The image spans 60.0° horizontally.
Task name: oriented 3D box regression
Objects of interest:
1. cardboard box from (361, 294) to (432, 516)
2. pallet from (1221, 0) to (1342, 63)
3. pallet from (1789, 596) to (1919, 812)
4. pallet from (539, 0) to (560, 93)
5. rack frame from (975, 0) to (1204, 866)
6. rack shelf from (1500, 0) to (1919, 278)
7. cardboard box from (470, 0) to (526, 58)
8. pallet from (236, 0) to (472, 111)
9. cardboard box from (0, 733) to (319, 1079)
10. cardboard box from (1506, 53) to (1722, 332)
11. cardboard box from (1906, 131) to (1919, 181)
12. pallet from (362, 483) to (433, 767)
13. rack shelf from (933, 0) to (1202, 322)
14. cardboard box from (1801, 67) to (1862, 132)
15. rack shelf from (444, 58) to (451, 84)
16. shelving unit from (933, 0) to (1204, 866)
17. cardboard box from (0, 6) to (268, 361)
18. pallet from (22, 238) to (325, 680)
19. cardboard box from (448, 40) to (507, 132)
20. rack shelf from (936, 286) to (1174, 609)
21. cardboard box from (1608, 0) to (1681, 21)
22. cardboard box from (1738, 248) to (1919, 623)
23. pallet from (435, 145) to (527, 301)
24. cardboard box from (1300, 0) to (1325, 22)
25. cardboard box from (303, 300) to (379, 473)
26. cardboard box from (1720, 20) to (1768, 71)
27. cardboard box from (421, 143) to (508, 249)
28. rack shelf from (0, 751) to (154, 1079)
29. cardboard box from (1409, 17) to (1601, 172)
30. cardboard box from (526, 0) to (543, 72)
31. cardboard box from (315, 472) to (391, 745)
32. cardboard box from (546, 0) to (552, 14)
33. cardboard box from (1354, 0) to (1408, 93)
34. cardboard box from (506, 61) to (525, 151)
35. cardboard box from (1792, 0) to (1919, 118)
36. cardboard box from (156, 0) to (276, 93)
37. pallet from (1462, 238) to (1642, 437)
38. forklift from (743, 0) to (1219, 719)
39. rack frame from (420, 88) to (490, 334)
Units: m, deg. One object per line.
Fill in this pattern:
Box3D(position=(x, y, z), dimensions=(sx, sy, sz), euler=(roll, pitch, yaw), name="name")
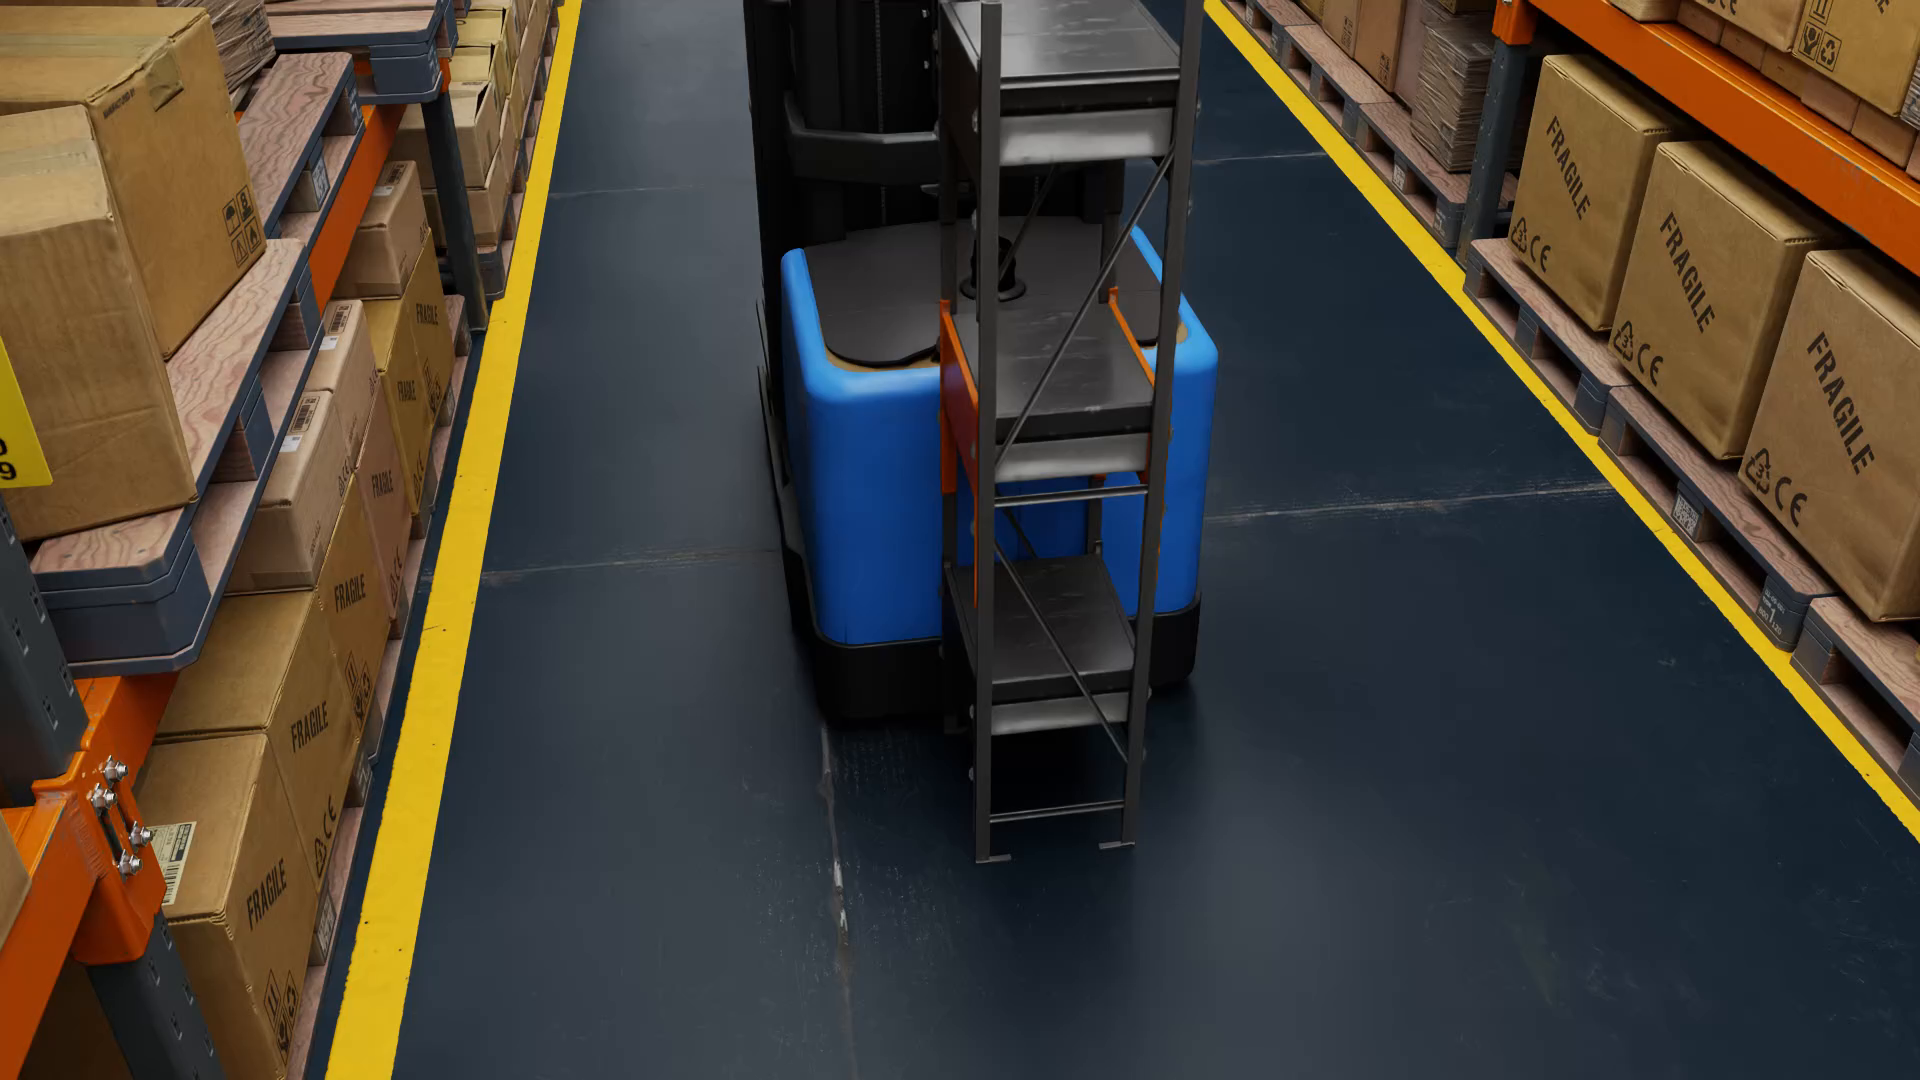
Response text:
Box3D(position=(-1.905, -0.390, 4.988), dimensions=(0.500, 0.500, 0.500), euler=(-6, 35, -8), name="cardboard box")
Box3D(position=(2.144, -3.057, 9.549), dimensions=(1.003, 0.211, 1.213), euler=(-4, 35, -6), name="pallet")
Box3D(position=(2.935, 0.548, 4.259), dimensions=(1.003, 0.211, 1.213), euler=(-4, 35, -6), name="pallet")
Box3D(position=(-2.733, -2.706, 9.033), dimensions=(1.003, 0.211, 1.213), euler=(-4, 35, -6), name="pallet")
Box3D(position=(0.235, -0.089, 3.516), dimensions=(0.400, 2.100, 0.015), euler=(-5, 35, -8), name="rack frame")
Box3D(position=(2.844, -0.998, 4.690), dimensions=(1.077, 0.370, 4.000), euler=(-4, 35, -6), name="rack shelf")
Box3D(position=(-2.327, -2.482, 7.799), dimensions=(0.500, 0.311, 0.500), euler=(-5, 35, -7), name="cardboard box")
Box3D(position=(-2.172, -1.582, 5.079), dimensions=(1.213, 0.211, 1.003), euler=(-4, 35, -6), name="pallet")
Box3D(position=(-1.618, 0.760, 3.300), dimensions=(0.500, 0.500, 0.500), euler=(-6, 35, -9), name="cardboard box")
Box3D(position=(2.544, -1.277, 5.996), dimensions=(0.750, 0.750, 0.750), euler=(-5, 35, -7), name="cardboard box")
Box3D(position=(2.660, -0.964, 4.206), dimensions=(0.380, 0.149, 0.250), euler=(-5, 35, -8), name="cardboard box")
Box3D(position=(-2.109, 0.217, 4.745), dimensions=(1.003, 0.211, 1.213), euler=(-4, 35, -6), name="pallet")
Box3D(position=(0.196, -0.792, 3.327), dimensions=(0.431, 0.518, 0.480), euler=(-5, 35, -8), name="rack shelf")
Box3D(position=(2.607, -1.260, 4.640), dimensions=(0.380, 0.149, 0.250), euler=(-4, 34, -6), name="cardboard box")
Box3D(position=(-2.602, -2.853, 7.412), dimensions=(1.077, 0.370, 4.000), euler=(-4, 35, -6), name="rack shelf")
Box3D(position=(0.195, -0.225, 3.715), dimensions=(0.431, 2.100, 0.503), euler=(-5, 35, -8), name="shelving unit")
Box3D(position=(-1.792, -0.677, 3.119), dimensions=(0.700, 0.500, 0.500), euler=(1, 34, 1), name="cardboard box")
Box3D(position=(-1.794, -0.177, 3.017), dimensions=(1.003, 0.211, 1.213), euler=(-4, 35, -6), name="pallet")
Box3D(position=(-2.191, -1.911, 6.961), dimensions=(0.500, 0.311, 0.500), euler=(-5, 35, -8), name="cardboard box")
Box3D(position=(0.195, -0.214, 3.723), dimensions=(0.431, 0.518, 0.480), euler=(-5, 35, -8), name="rack shelf")
Box3D(position=(2.367, -1.819, 5.461), dimensions=(0.380, 0.149, 0.250), euler=(-3, 34, -5), name="cardboard box")
Box3D(position=(2.775, -0.314, 4.582), dimensions=(0.750, 0.750, 0.750), euler=(-3, 34, -5), name="cardboard box")
Box3D(position=(-2.405, -1.345, 7.036), dimensions=(1.003, 0.211, 1.213), euler=(-4, 35, -6), name="pallet")
Box3D(position=(2.272, -3.099, 8.962), dimensions=(0.700, 0.500, 0.500), euler=(-5, 35, -7), name="cardboard box")
Box3D(position=(-1.821, -0.387, 4.318), dimensions=(0.500, 0.250, 0.500), euler=(-5, 35, -7), name="cardboard box")
Box3D(position=(2.567, -1.544, 5.057), dimensions=(0.380, 0.149, 0.250), euler=(-4, 34, -5), name="cardboard box")
Box3D(position=(-2.112, -1.386, 6.689), dimensions=(0.500, 0.250, 0.500), euler=(-4, 35, -7), name="cardboard box")
Box3D(position=(-1.526, 1.611, 0.861), dimensions=(1.077, 0.370, 4.000), euler=(-4, 35, -6), name="rack shelf")
Box3D(position=(2.427, -1.958, 7.289), dimensions=(0.700, 0.500, 0.500), euler=(-4, 34, -6), name="cardboard box")
Box3D(position=(-2.392, -2.527, 8.363), dimensions=(0.500, 0.250, 0.500), euler=(-4, 34, -5), name="cardboard box")
Box3D(position=(-1.761, 0.184, 4.145), dimensions=(0.500, 0.500, 0.500), euler=(-4, 34, -6), name="cardboard box")
Box3D(position=(-2.528, -3.094, 9.196), dimensions=(0.500, 0.250, 0.500), euler=(-5, 35, -7), name="cardboard box")
Box3D(position=(2.378, -2.530, 8.128), dimensions=(0.700, 0.500, 0.500), euler=(-5, 35, -7), name="cardboard box")
Box3D(position=(-2.256, -1.956, 7.526), dimensions=(0.500, 0.250, 0.500), euler=(-5, 35, -8), name="cardboard box")
Box3D(position=(2.592, -1.434, 4.320), dimensions=(0.500, 0.500, 0.500), euler=(-3, 34, -5), name="cardboard box")
Box3D(position=(-2.203, -1.382, 4.152), dimensions=(0.700, 0.500, 0.500), euler=(2, 34, 3), name="cardboard box")
Box3D(position=(2.607, -0.814, 6.257), dimensions=(1.003, 0.211, 1.213), euler=(-4, 35, -6), name="pallet")
Box3D(position=(-0.105, -1.557, 4.931), dimensions=(1.130, 2.935, 3.031), euler=(-6, 35, -8), name="forklift")
Box3D(position=(-2.333, -2.035, 5.572), dimensions=(1.000, 3.000, 0.127), euler=(-4, 35, -6), name="rack frame")
